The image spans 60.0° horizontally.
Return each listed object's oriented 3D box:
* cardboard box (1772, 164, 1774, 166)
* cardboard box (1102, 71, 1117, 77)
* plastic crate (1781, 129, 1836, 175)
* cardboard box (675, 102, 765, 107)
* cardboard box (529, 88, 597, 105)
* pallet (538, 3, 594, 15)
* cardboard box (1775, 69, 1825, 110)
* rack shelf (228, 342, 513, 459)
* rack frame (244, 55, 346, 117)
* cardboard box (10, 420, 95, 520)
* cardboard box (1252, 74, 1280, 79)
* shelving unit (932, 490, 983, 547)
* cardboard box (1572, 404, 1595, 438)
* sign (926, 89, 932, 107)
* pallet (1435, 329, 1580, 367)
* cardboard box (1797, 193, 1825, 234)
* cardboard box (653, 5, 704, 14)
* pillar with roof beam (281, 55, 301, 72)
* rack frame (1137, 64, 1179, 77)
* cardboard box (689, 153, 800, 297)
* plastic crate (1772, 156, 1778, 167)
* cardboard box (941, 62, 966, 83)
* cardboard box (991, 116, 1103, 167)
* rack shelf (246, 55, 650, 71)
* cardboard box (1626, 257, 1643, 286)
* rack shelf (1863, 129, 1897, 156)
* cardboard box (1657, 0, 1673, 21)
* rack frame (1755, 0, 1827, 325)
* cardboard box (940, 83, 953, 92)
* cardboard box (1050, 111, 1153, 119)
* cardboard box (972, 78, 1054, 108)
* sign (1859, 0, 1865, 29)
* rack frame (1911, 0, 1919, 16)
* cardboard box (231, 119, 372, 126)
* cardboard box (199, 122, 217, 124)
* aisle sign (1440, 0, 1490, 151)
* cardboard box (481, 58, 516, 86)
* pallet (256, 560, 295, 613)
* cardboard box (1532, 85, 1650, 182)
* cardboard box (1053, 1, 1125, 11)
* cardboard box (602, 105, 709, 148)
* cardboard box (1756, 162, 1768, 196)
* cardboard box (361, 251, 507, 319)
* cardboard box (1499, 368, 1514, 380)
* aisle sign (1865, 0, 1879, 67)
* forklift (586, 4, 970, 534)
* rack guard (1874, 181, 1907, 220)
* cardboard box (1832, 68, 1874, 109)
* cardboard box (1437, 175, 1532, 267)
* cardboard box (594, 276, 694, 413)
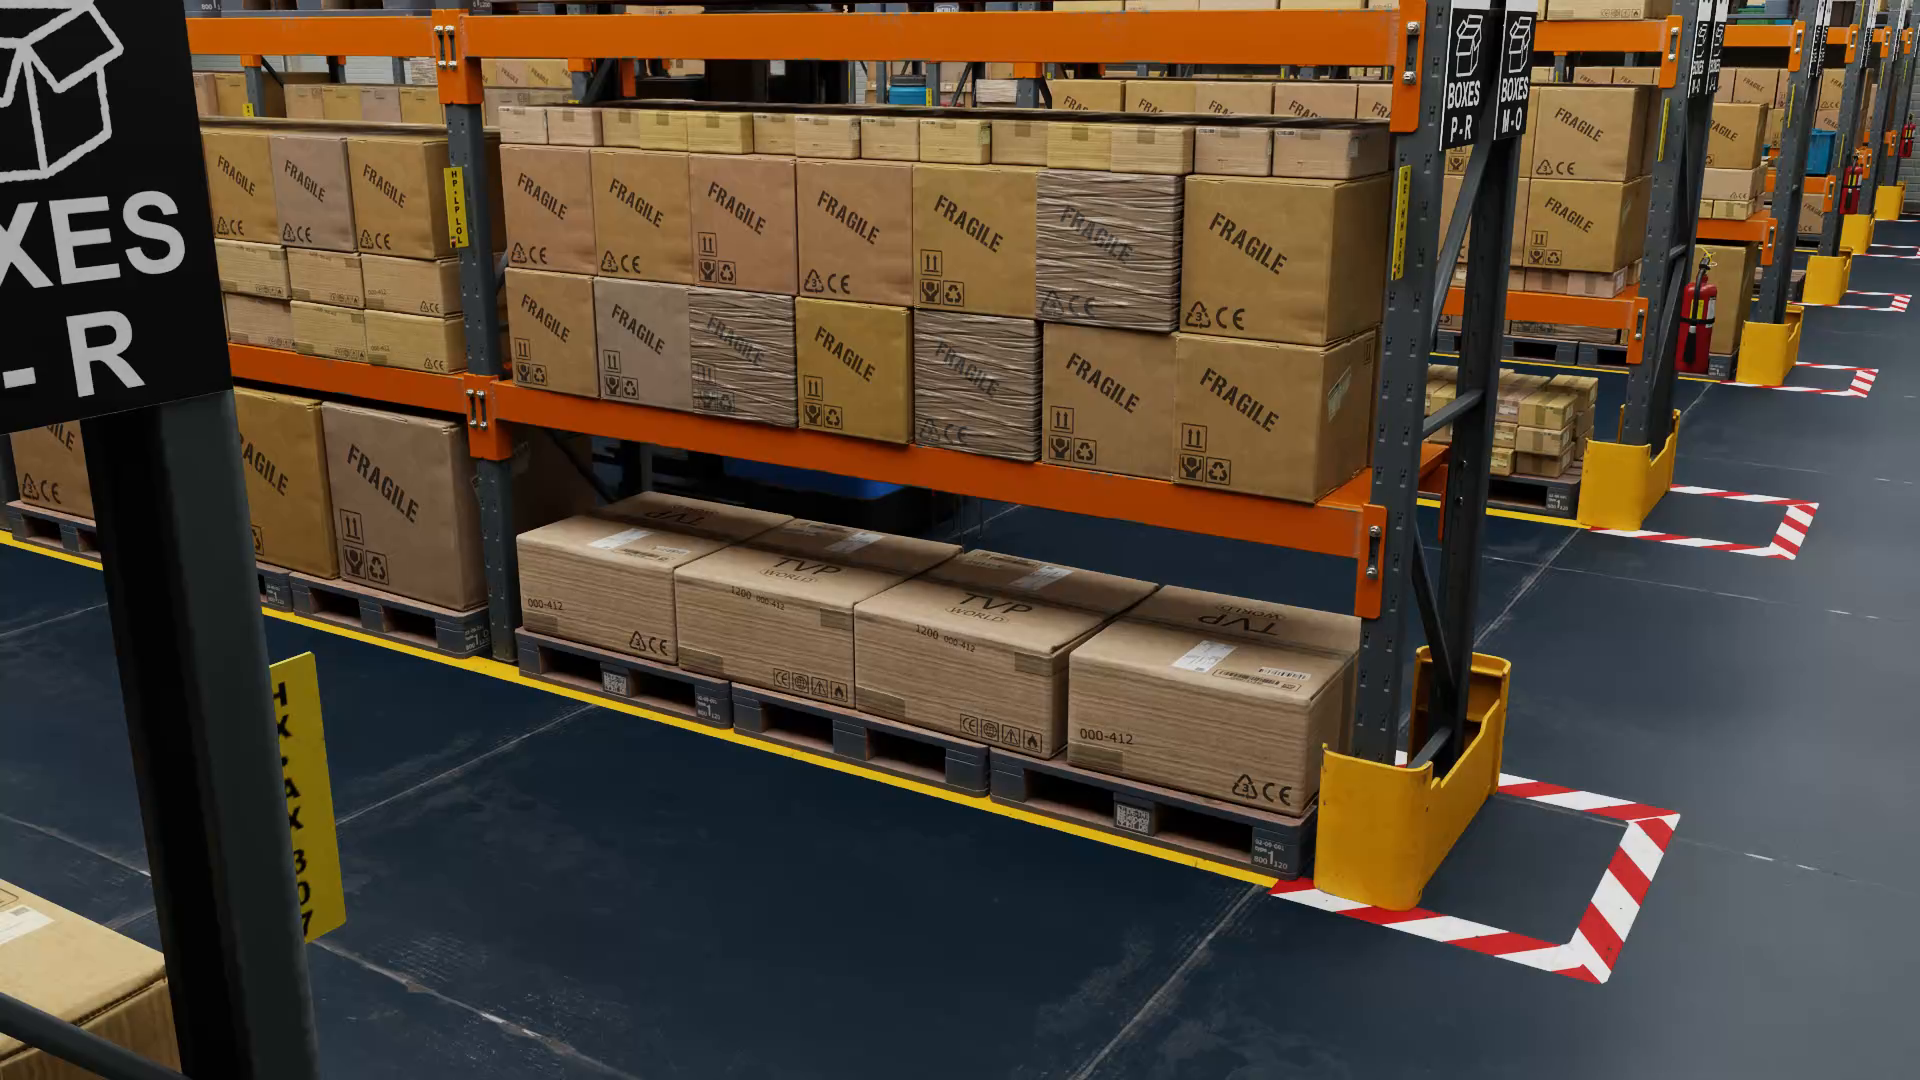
[{"bbox_3d":[13.255,-6.110,26.797,0.250,0.149,0.380,10,20,31],"label":"cardboard box"},{"bbox_3d":[2.913,-8.800,32.124,0.500,0.500,0.500,9,19,28],"label":"cardboard box"},{"bbox_3d":[8.987,-4.126,17.638,0.499,0.435,0.616,10,20,30],"label":"plastic crate"},{"bbox_3d":[-1.013,-1.764,7.019,0.250,0.149,0.380,10,20,30],"label":"cardboard box"},{"bbox_3d":[-3.098,-3.449,13.684,0.500,0.500,0.700,10,20,30],"label":"cardboard box"},{"bbox_3d":[-3.297,-4.282,13.481,1.003,0.211,1.213,11,20,33],"label":"pallet"},{"bbox_3d":[11.011,-5.904,21.764,0.500,0.500,0.500,11,20,32],"label":"cardboard box"},{"bbox_3d":[-3.521,-0.963,8.627,4.000,0.370,1.077,10,20,30],"label":"rack shelf"},{"bbox_3d":[-6.129,-3.461,15.614,0.127,3.000,1.000,10,20,30],"label":"rack frame"},{"bbox_3d":[-4.680,-0.670,9.358,0.875,0.875,0.875,10,20,30],"label":"cardboard box"},{"bbox_3d":[5.795,-8.348,30.772,0.500,0.500,0.700,13,21,38],"label":"cardboard box"},{"bbox_3d":[-0.012,-0.576,9.214,0.189,1.200,0.258,10,20,30],"label":"shelving unit"},{"bbox_3d":[3.784,-0.758,10.387,0.250,0.149,0.380,11,20,32],"label":"cardboard box"},{"bbox_3d":[-0.315,-4.446,17.000,0.005,0.325,0.100,10,20,30],"label":"sign"},{"bbox_3d":[5.020,-1.802,14.952,1.213,0.211,1.003,10,20,30],"label":"pallet"},{"bbox_3d":[11.373,-4.338,22.044,0.500,0.500,0.500,10,20,30],"label":"cardboard box"},{"bbox_3d":[-1.944,-4.108,12.413,0.500,0.500,0.500,10,20,30],"label":"cardboard box"},{"bbox_3d":[-20.734,-14.525,41.717,0.400,9.000,9.100,10,20,30],"label":"pillar with roof beam"},{"bbox_3d":[2.553,-5.292,21.643,0.127,3.000,1.000,10,20,30],"label":"rack frame"},{"bbox_3d":[-0.680,-1.237,6.402,0.500,0.500,0.500,11,20,31],"label":"cardboard box"},{"bbox_3d":[9.102,-4.166,18.286,0.298,0.136,0.250,10,20,30],"label":"plastic crate"},{"bbox_3d":[0.076,-8.090,28.450,0.500,0.500,0.700,10,20,30],"label":"cardboard box"},{"bbox_3d":[0.309,-1.393,5.797,0.250,0.149,0.380,10,20,30],"label":"cardboard box"},{"bbox_3d":[-4.425,-4.248,14.281,4.000,0.370,1.077,10,20,30],"label":"rack shelf"},{"bbox_3d":[3.992,-1.646,10.071,0.250,0.149,0.380,10,20,30],"label":"cardboard box"},{"bbox_3d":[12.851,-6.489,26.820,4.000,0.370,1.077,10,20,30],"label":"rack shelf"},{"bbox_3d":[3.847,-3.131,9.624,0.500,0.250,0.500,11,20,32],"label":"cardboard box"},{"bbox_3d":[6.778,-2.849,13.598,0.127,3.000,1.000,10,20,30],"label":"rack frame"},{"bbox_3d":[-0.137,-7.746,28.434,0.250,0.149,0.380,10,20,31],"label":"cardboard box"},{"bbox_3d":[0.527,-1.506,6.170,0.250,0.149,0.380,10,20,31],"label":"cardboard box"},{"bbox_3d":[0.576,-4.478,17.065,0.637,0.503,0.797,11,20,32],"label":"cardboard box"},{"bbox_3d":[9.096,-5.322,16.759,0.005,0.325,0.100,10,20,30],"label":"sign"},{"bbox_3d":[14.555,-9.399,24.842,0.127,3.000,1.000,10,20,30],"label":"rack frame"},{"bbox_3d":[-3.359,-1.892,8.555,0.500,0.500,0.500,10,19,29],"label":"cardboard box"},{"bbox_3d":[-4.072,-1.846,8.406,0.500,0.500,0.500,11,20,32],"label":"cardboard box"},{"bbox_3d":[1.491,-1.550,4.852,0.004,0.787,0.394,10,20,30],"label":"aisle sign"},{"bbox_3d":[-5.681,-5.646,20.404,0.500,0.500,0.500,10,20,30],"label":"cardboard box"},{"bbox_3d":[-3.557,0.048,8.862,1.213,0.211,1.003,10,20,30],"label":"pallet"},{"bbox_3d":[3.576,-2.312,9.428,0.500,0.500,0.500,10,19,29],"label":"cardboard box"},{"bbox_3d":[0.944,-3.472,10.747,0.500,0.250,0.500,11,20,33],"label":"cardboard box"},{"bbox_3d":[-1.217,-1.664,6.689,0.250,0.149,0.380,10,19,29],"label":"cardboard box"},{"bbox_3d":[6.510,-3.059,14.037,0.500,0.250,0.500,10,19,29],"label":"cardboard box"},{"bbox_3d":[-2.320,-1.177,7.493,0.500,0.250,0.500,10,20,30],"label":"cardboard box"},{"bbox_3d":[3.382,-1.003,10.682,0.250,0.149,0.380,10,20,30],"label":"cardboard box"},{"bbox_3d":[9.587,-5.382,17.465,0.004,0.787,0.394,10,20,30],"label":"aisle sign"},{"bbox_3d":[-1.452,-1.685,9.885,3.031,2.935,1.130,11,20,32],"label":"forklift"},{"bbox_3d":[14.575,-5.329,26.065,0.348,0.500,1.175,10,20,30],"label":"rack guard"},{"bbox_3d":[11.725,-5.961,21.951,0.500,0.500,0.500,11,20,32],"label":"cardboard box"},{"bbox_3d":[3.142,-1.910,9.824,0.500,0.500,0.500,10,19,29],"label":"cardboard box"},{"bbox_3d":[-1.127,-0.837,6.803,0.500,0.500,0.500,10,20,30],"label":"cardboard box"}]
